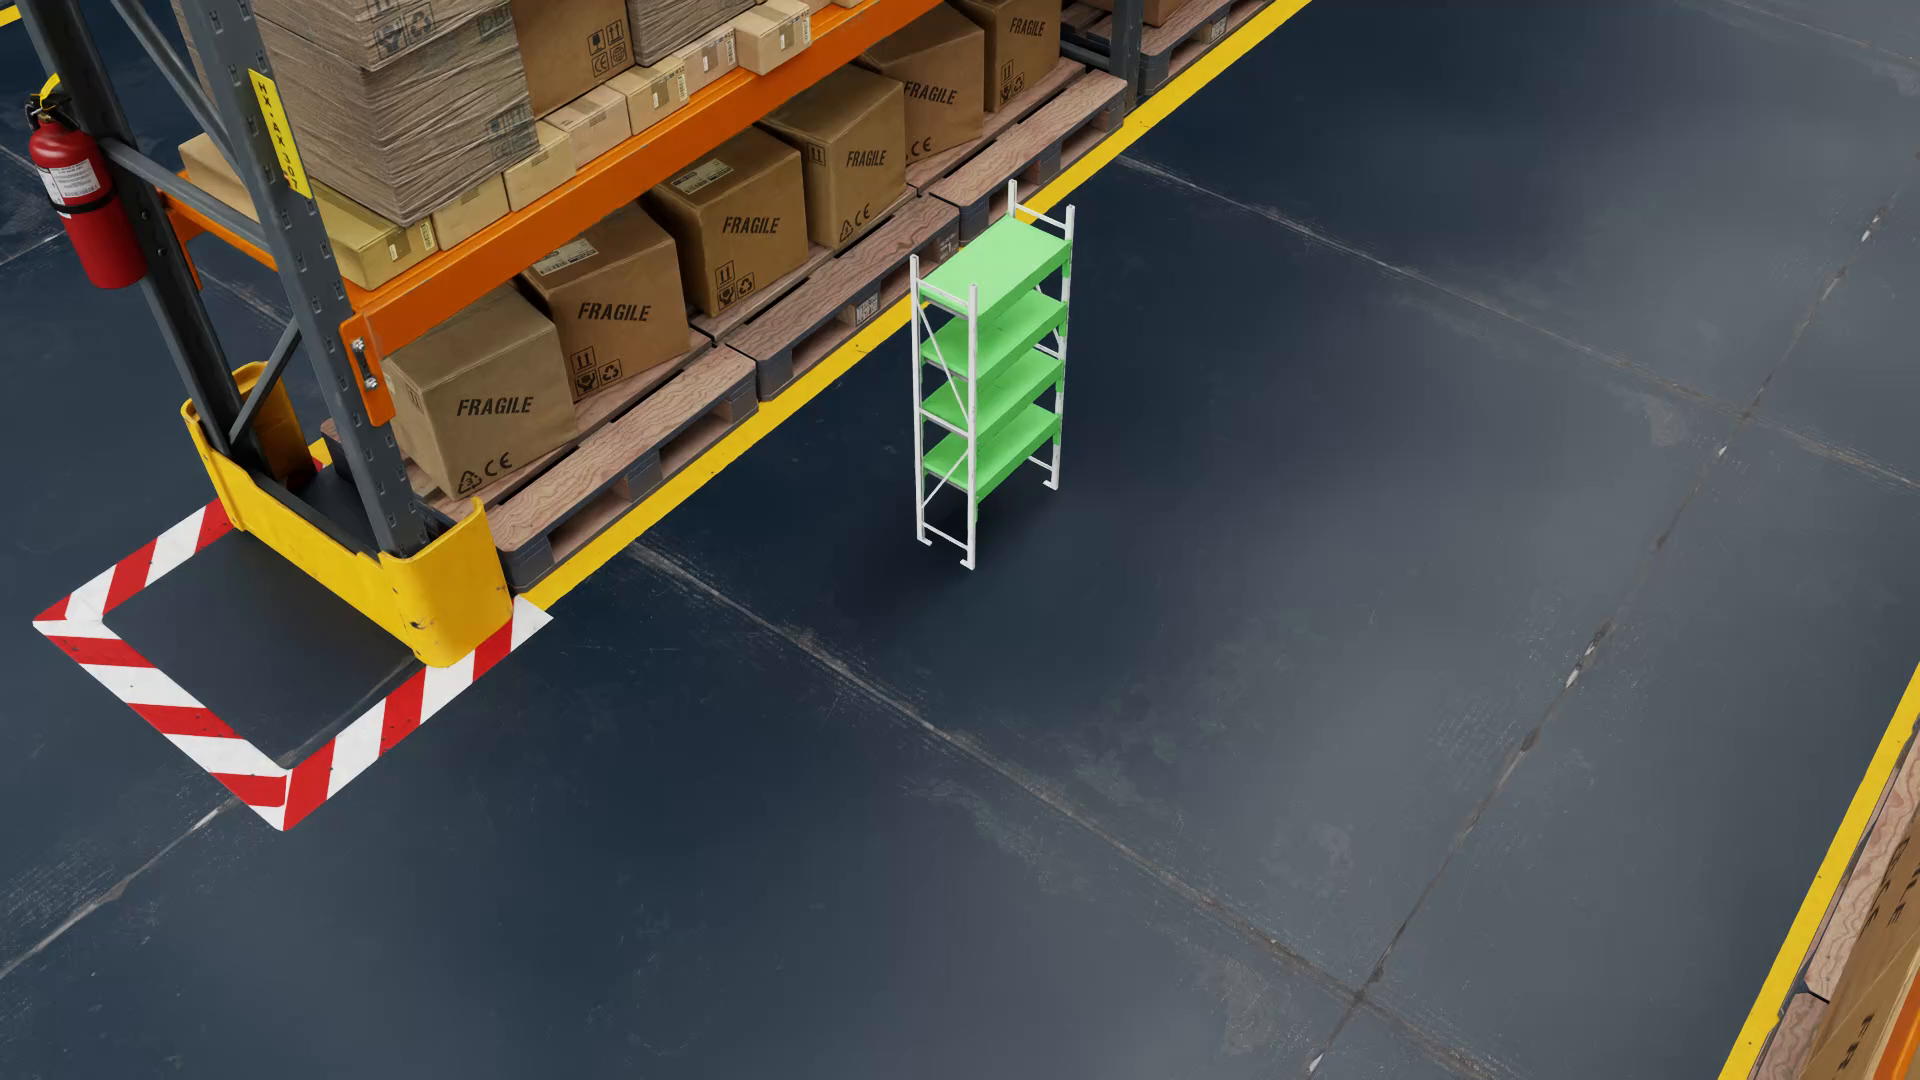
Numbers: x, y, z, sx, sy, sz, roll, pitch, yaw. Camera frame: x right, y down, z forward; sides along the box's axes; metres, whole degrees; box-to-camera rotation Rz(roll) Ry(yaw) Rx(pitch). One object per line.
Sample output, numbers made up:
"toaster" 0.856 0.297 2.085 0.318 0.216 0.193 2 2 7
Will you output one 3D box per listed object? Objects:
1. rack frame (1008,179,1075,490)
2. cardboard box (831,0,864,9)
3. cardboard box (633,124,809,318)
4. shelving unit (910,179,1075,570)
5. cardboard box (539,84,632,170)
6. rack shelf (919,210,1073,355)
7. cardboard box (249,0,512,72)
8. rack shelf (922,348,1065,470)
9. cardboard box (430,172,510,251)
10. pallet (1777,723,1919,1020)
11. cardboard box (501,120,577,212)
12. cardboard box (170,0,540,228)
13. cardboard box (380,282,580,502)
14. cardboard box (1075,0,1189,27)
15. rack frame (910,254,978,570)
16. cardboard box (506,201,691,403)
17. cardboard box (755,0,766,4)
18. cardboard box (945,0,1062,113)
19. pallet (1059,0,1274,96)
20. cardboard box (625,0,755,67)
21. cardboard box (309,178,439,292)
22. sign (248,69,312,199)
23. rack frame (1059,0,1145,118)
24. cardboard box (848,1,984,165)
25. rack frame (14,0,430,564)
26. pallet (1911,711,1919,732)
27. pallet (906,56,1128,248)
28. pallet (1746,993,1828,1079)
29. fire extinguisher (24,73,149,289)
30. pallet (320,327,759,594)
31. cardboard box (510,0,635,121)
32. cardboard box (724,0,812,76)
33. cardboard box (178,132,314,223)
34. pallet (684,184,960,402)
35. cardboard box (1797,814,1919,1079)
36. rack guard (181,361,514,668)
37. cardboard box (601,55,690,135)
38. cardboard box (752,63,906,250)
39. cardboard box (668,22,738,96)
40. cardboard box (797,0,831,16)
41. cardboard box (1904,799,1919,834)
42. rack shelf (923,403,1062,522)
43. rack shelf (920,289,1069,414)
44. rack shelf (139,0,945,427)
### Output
"rack frame" 0.250 -0.649 5.540 0.240 1.200 0.015 29 53 25
"cardboard box" -0.451 -2.015 5.774 0.380 0.149 0.250 29 53 25
"cardboard box" -0.938 -1.256 6.314 0.500 0.500 0.500 34 55 28
"shelving unit" 0.101 -0.509 5.407 0.258 1.200 0.503 29 53 25
"cardboard box" -1.237 -1.311 5.102 0.380 0.149 0.250 29 53 25
"rack shelf" 0.101 -0.797 5.106 0.258 0.148 0.480 29 53 25
"cardboard box" -1.517 -1.594 4.232 0.500 0.500 0.500 29 53 25
"rack shelf" 0.101 -0.465 5.453 0.258 0.148 0.480 29 53 25
"cardboard box" -1.538 -1.023 4.826 0.380 0.149 0.250 29 53 25
"pallet" 2.967 1.109 4.544 1.003 0.211 1.213 29 53 25
"cardboard box" -1.373 -1.159 4.957 0.380 0.149 0.250 29 53 25
"cardboard box" -1.711 -1.357 4.697 0.875 0.500 0.500 29 53 25
"cardboard box" -1.674 -0.549 5.638 0.500 0.500 0.500 -33 54 -27
"cardboard box" 0.769 -2.836 7.810 0.700 0.500 0.500 25 51 22
"rack frame" -0.048 -0.370 5.273 0.240 1.200 0.015 29 53 25
"cardboard box" -1.336 -0.906 5.979 0.500 0.500 0.500 -29 53 -25
"cardboard box" -0.845 -2.244 5.545 0.875 0.500 0.500 29 53 25
"cardboard box" 0.100 -2.277 7.289 0.500 0.500 0.500 28 52 24
"pallet" 0.851 -2.689 8.173 1.003 0.211 1.213 29 53 25
"cardboard box" -1.160 -1.963 5.276 0.875 0.500 0.500 29 53 25
"cardboard box" -1.706 -0.888 4.698 0.380 0.149 0.250 29 53 25
"sign" -1.640 -0.977 4.010 0.100 0.325 0.005 29 53 25
"rack frame" 0.377 -3.206 6.738 1.000 3.000 0.127 29 53 25
"cardboard box" -0.244 -1.945 6.972 0.500 0.500 0.500 -26 52 -23
"rack frame" -2.069 -0.917 4.552 1.000 3.000 0.127 29 53 25
"pallet" 3.713 0.408 5.214 1.003 0.211 1.213 29 53 25
"pallet" -0.006 -1.843 7.365 1.003 0.211 1.213 29 53 25
"pallet" 2.221 1.804 3.880 1.003 0.211 1.213 29 53 25
"fire extinguisher" -2.504 -1.029 4.712 0.296 0.674 0.183 29 53 25
"pallet" -1.498 -0.447 6.031 1.003 0.211 1.213 29 53 25
"cardboard box" -1.500 -1.696 5.021 0.875 0.500 0.500 29 53 25
"cardboard box" -0.712 -1.704 5.477 0.380 0.149 0.250 29 53 25
"cardboard box" -2.058 -1.085 4.886 0.380 0.149 0.250 29 53 25
"pallet" -0.752 -1.142 6.695 1.003 0.211 1.213 29 53 25
"cardboard box" 2.693 1.001 3.899 0.875 0.875 0.875 28 53 24
"rack guard" -2.023 -0.097 5.497 1.175 0.500 0.348 29 53 25
"cardboard box" -1.079 -1.451 5.236 0.380 0.149 0.250 29 53 25
"cardboard box" -0.561 -1.555 6.600 0.500 0.500 0.500 25 51 22
"cardboard box" -0.947 -1.606 5.384 0.380 0.149 0.250 29 53 25
"cardboard box" -0.664 -1.905 5.669 0.380 0.149 0.250 29 53 25
"cardboard box" 3.252 0.480 4.396 0.875 0.875 0.875 30 53 25
"rack shelf" 0.101 -0.299 5.626 0.258 0.148 0.480 29 53 25
"rack shelf" 0.101 -0.631 5.279 0.258 0.148 0.480 29 53 25
"rack shelf" -0.846 -1.813 5.905 1.077 0.370 4.000 29 53 25
